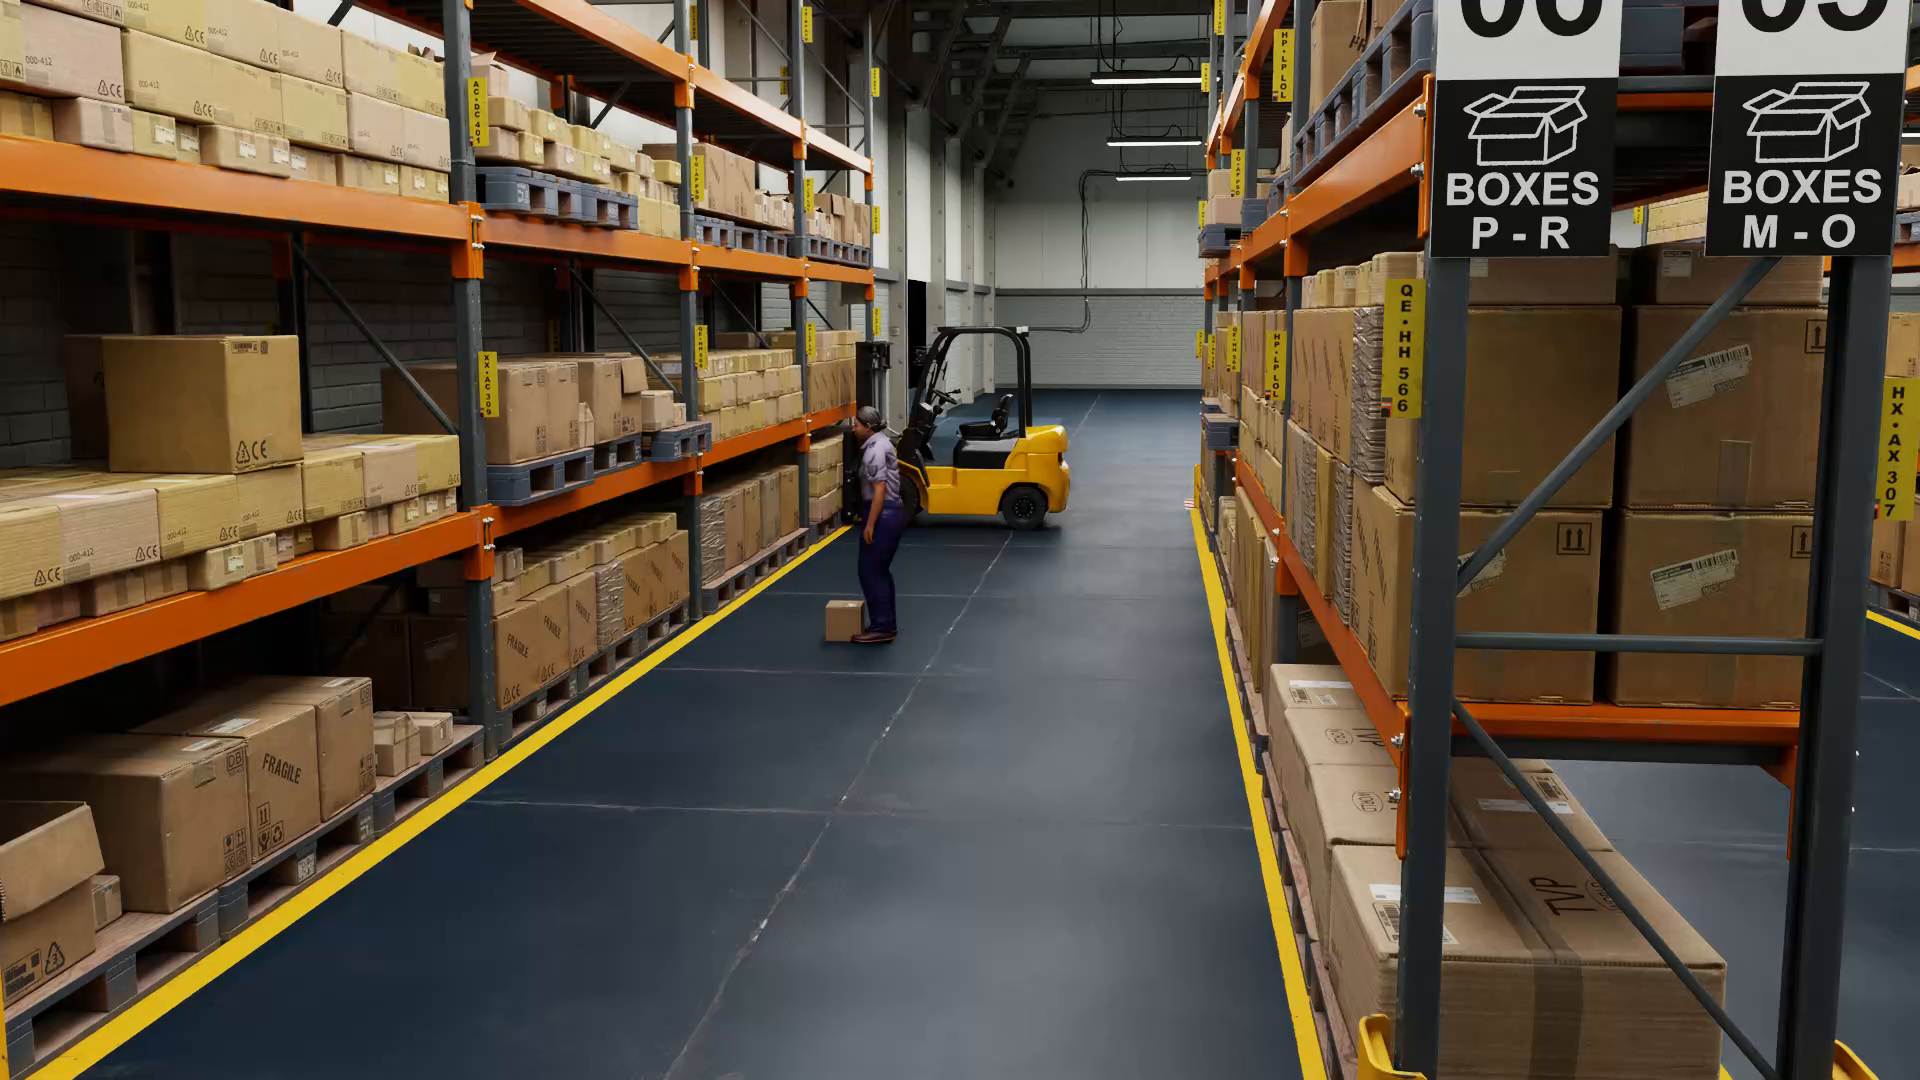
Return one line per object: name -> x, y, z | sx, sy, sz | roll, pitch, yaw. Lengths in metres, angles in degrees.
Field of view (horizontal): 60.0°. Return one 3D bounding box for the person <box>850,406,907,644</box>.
person -> -0.573, -0.117, 11.696 | 0.373, 1.651, 0.537 | 1, 8, 6
